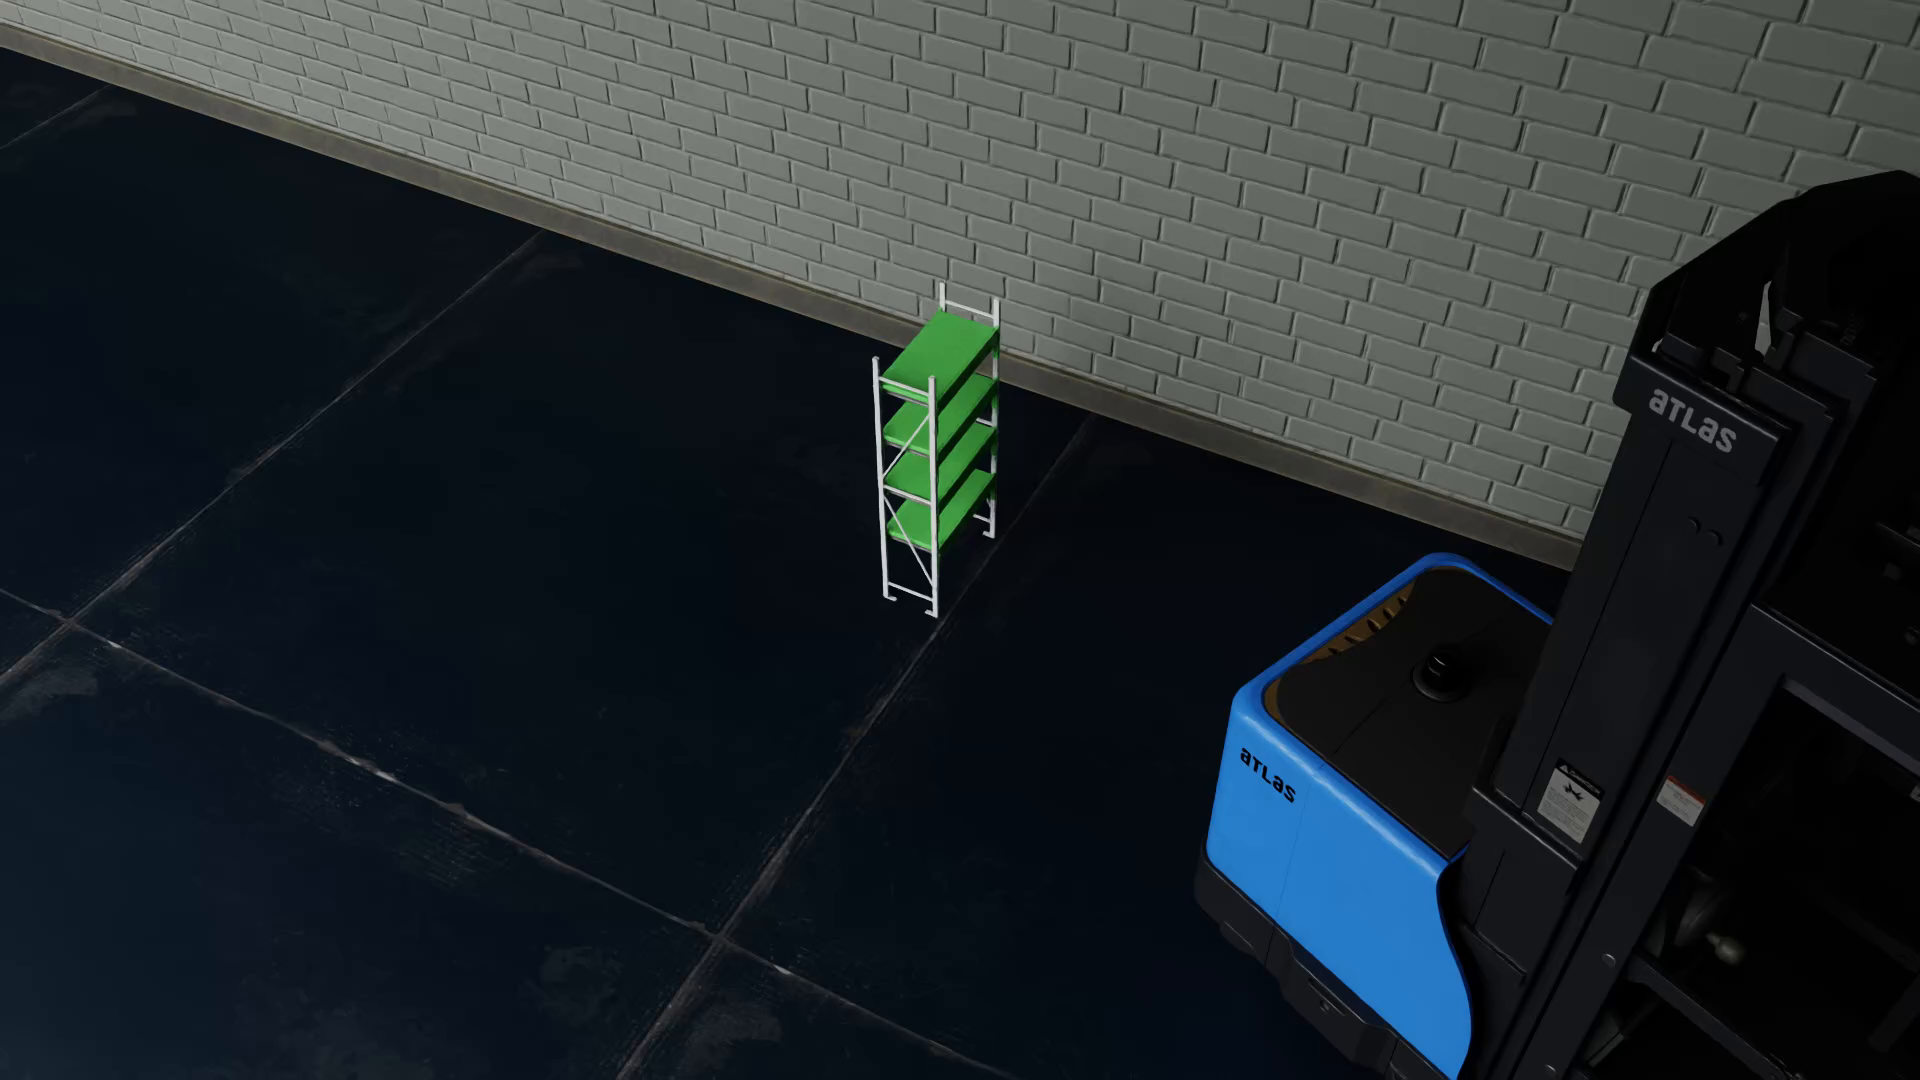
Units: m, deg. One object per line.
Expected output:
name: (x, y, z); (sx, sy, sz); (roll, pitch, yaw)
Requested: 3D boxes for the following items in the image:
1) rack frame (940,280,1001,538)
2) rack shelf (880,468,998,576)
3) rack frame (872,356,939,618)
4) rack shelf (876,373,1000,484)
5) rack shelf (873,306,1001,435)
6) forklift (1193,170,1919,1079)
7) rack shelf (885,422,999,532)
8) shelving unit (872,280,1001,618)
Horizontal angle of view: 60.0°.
rack frame: (0.036, -0.471, 6.372); (0.240, 1.200, 0.015); (20, 49, 19)
rack shelf: (-0.077, -0.104, 6.436); (0.258, 0.148, 0.480); (20, 49, 19)
rack frame: (-0.190, -0.164, 6.068); (0.240, 1.200, 0.015); (20, 49, 19)
rack shelf: (-0.077, -0.441, 6.095); (0.258, 0.148, 0.480); (20, 49, 19)
rack shelf: (-0.077, -0.610, 5.924); (0.258, 0.148, 0.480); (20, 49, 19)
forklift: (2.102, 0.761, 3.937); (1.130, 2.935, 3.031); (-31, 53, -27)
rack shelf: (-0.077, -0.273, 6.266); (0.258, 0.148, 0.480); (20, 49, 19)
shelving unit: (-0.077, -0.317, 6.220); (0.258, 1.200, 0.503); (20, 49, 19)
